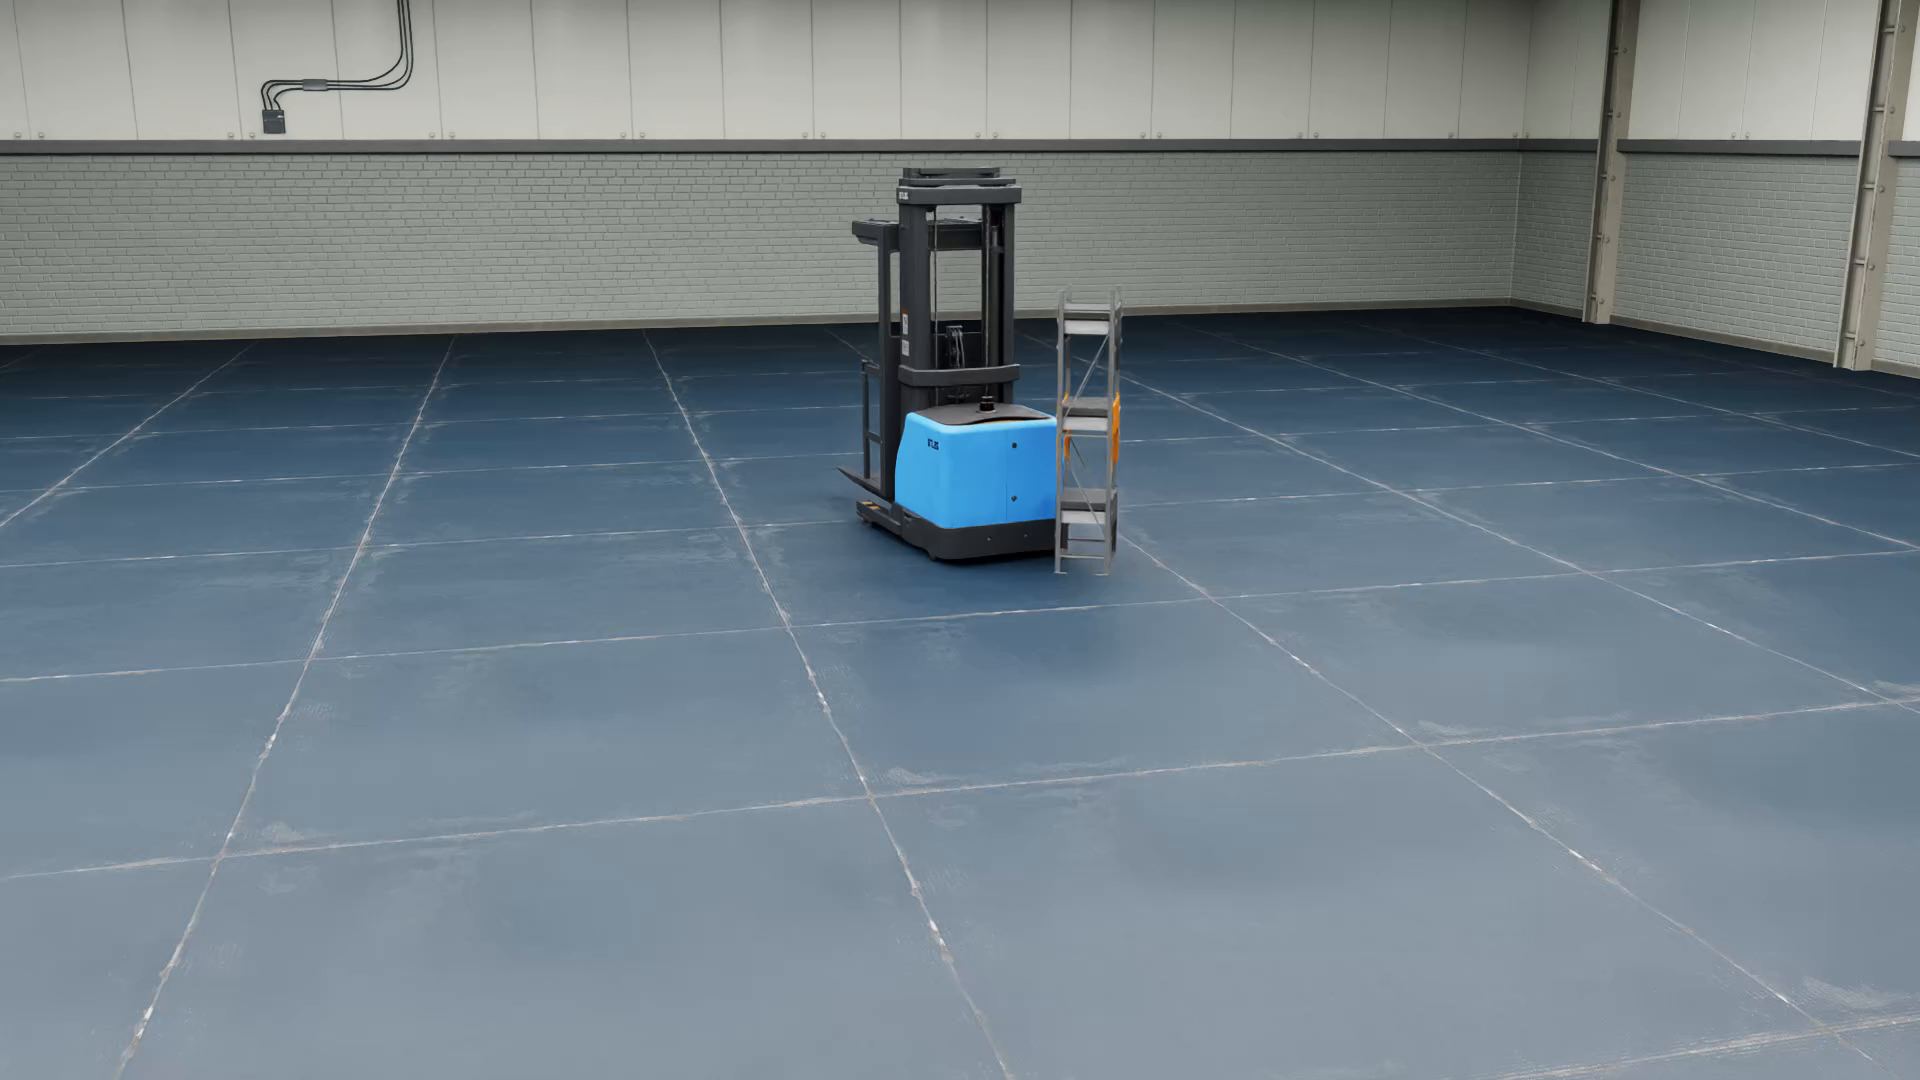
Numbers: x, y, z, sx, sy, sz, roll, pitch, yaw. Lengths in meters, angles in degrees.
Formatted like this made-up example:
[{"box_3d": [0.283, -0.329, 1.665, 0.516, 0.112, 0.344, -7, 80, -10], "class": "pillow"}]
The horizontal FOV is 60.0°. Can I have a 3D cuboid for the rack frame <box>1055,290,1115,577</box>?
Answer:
[{"box_3d": [0.907, -0.758, 12.105, 0.400, 2.100, 0.015, 2, 14, 10], "class": "rack frame"}]

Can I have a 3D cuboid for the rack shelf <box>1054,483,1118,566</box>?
[{"box_3d": [0.951, -0.122, 12.508, 0.431, 0.518, 0.480, 2, 14, 10], "class": "rack shelf"}]

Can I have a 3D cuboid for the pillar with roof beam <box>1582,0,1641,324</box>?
[{"box_3d": [6.881, -7.914, 26.860, 9.100, 9.000, 0.400, -3, 14, -13], "class": "pillar with roof beam"}]

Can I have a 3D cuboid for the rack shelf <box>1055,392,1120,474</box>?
[{"box_3d": [0.951, -0.802, 12.341, 0.431, 0.518, 0.480, 2, 14, 10], "class": "rack shelf"}]

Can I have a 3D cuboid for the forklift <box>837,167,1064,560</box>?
[{"box_3d": [-0.227, -1.579, 13.715, 1.130, 2.935, 3.031, -6, 15, -22], "class": "forklift"}]

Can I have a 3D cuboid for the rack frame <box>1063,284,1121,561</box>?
[{"box_3d": [0.995, -0.872, 12.571, 0.400, 2.100, 0.015, 2, 14, 10], "class": "rack frame"}]

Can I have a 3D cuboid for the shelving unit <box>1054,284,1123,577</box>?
[{"box_3d": [0.951, -0.815, 12.338, 0.431, 2.100, 0.503, 2, 14, 10], "class": "shelving unit"}]

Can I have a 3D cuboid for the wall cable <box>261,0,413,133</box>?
[{"box_3d": [-9.729, -9.329, 25.486, 2.305, 6.003, 0.169, -3, 14, -13], "class": "wall cable"}]

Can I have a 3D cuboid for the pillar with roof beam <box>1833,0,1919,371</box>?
[{"box_3d": [8.290, -6.530, 21.195, 9.100, 9.000, 0.400, -3, 14, -13], "class": "pillar with roof beam"}]

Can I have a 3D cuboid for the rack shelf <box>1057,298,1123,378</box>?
[{"box_3d": [0.951, -1.482, 12.175, 0.431, 0.518, 0.480, 2, 14, 10], "class": "rack shelf"}]
